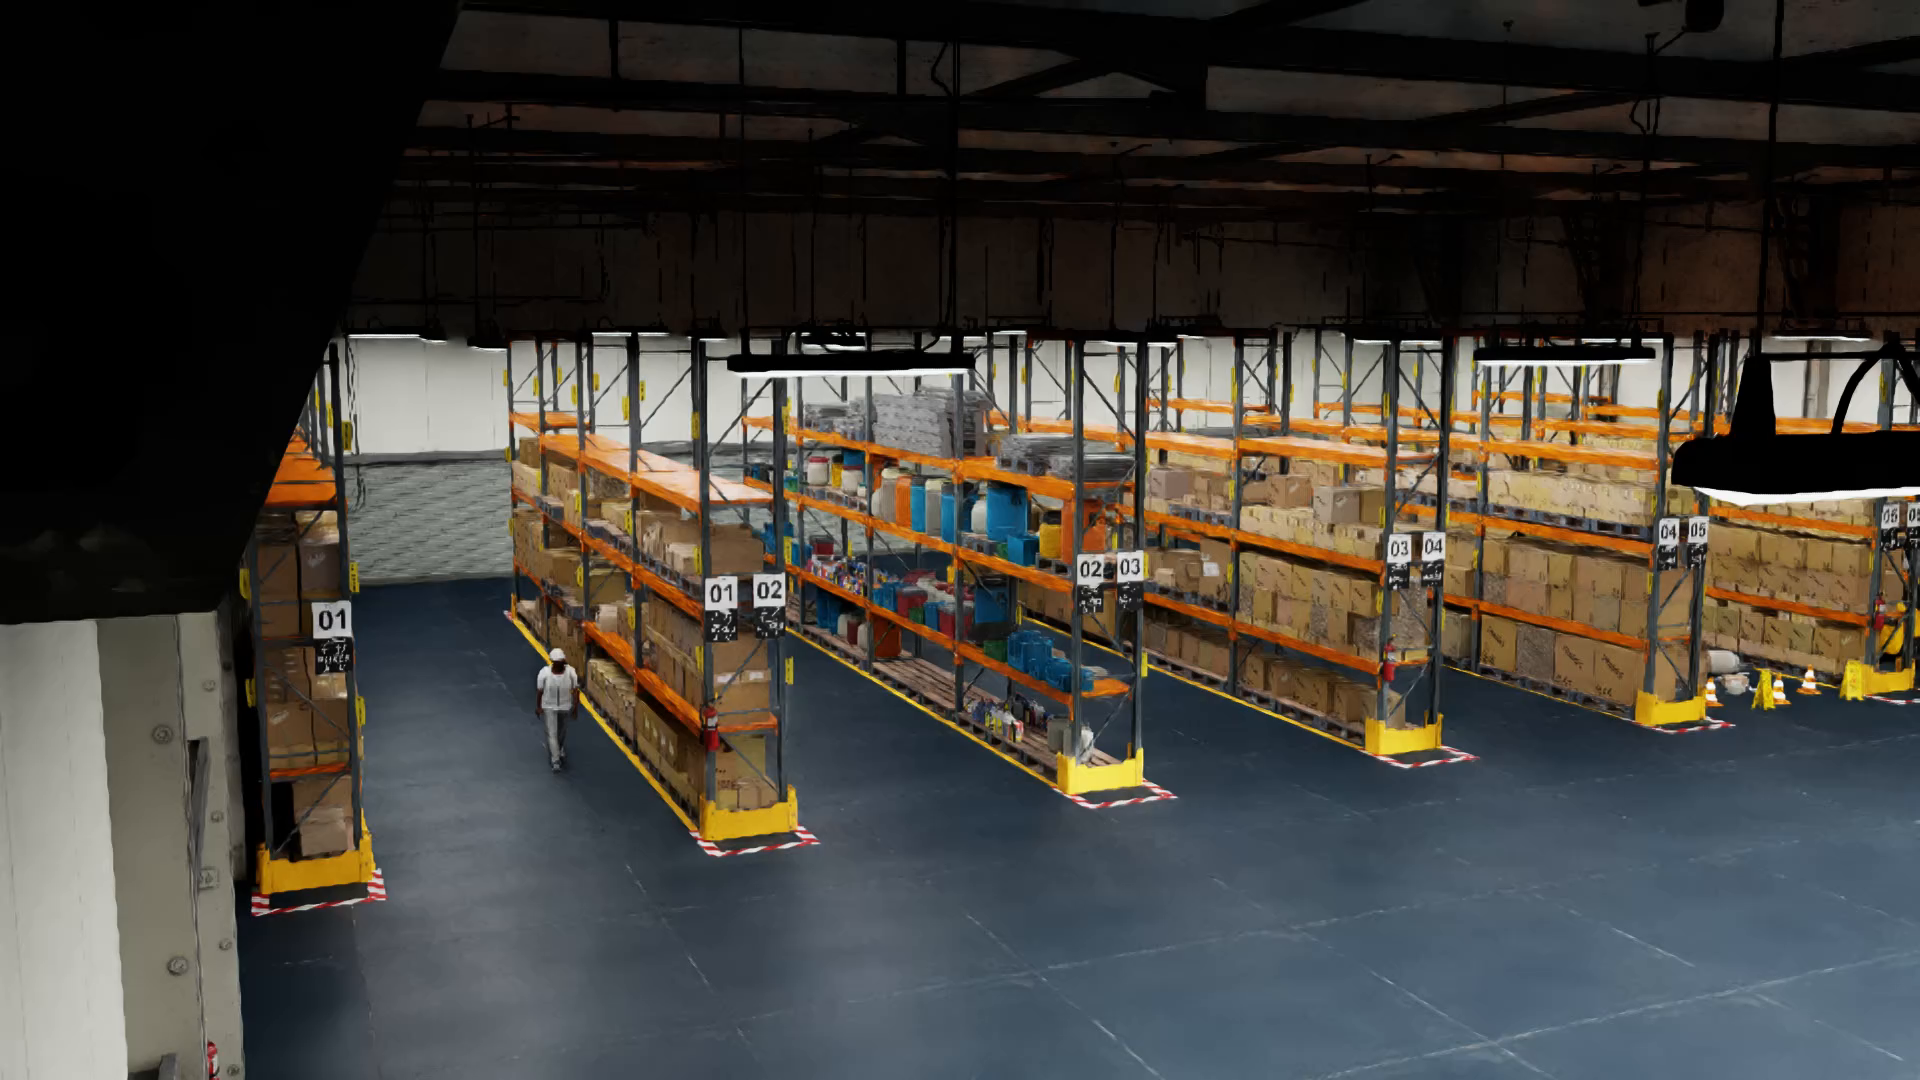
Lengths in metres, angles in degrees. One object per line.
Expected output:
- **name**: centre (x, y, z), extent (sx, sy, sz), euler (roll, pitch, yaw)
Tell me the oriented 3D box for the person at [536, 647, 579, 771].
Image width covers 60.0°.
- **person**: centre (-5.612, 2.328, 23.276), extent (0.575, 1.689, 1.128), euler (-4, 9, -25)
